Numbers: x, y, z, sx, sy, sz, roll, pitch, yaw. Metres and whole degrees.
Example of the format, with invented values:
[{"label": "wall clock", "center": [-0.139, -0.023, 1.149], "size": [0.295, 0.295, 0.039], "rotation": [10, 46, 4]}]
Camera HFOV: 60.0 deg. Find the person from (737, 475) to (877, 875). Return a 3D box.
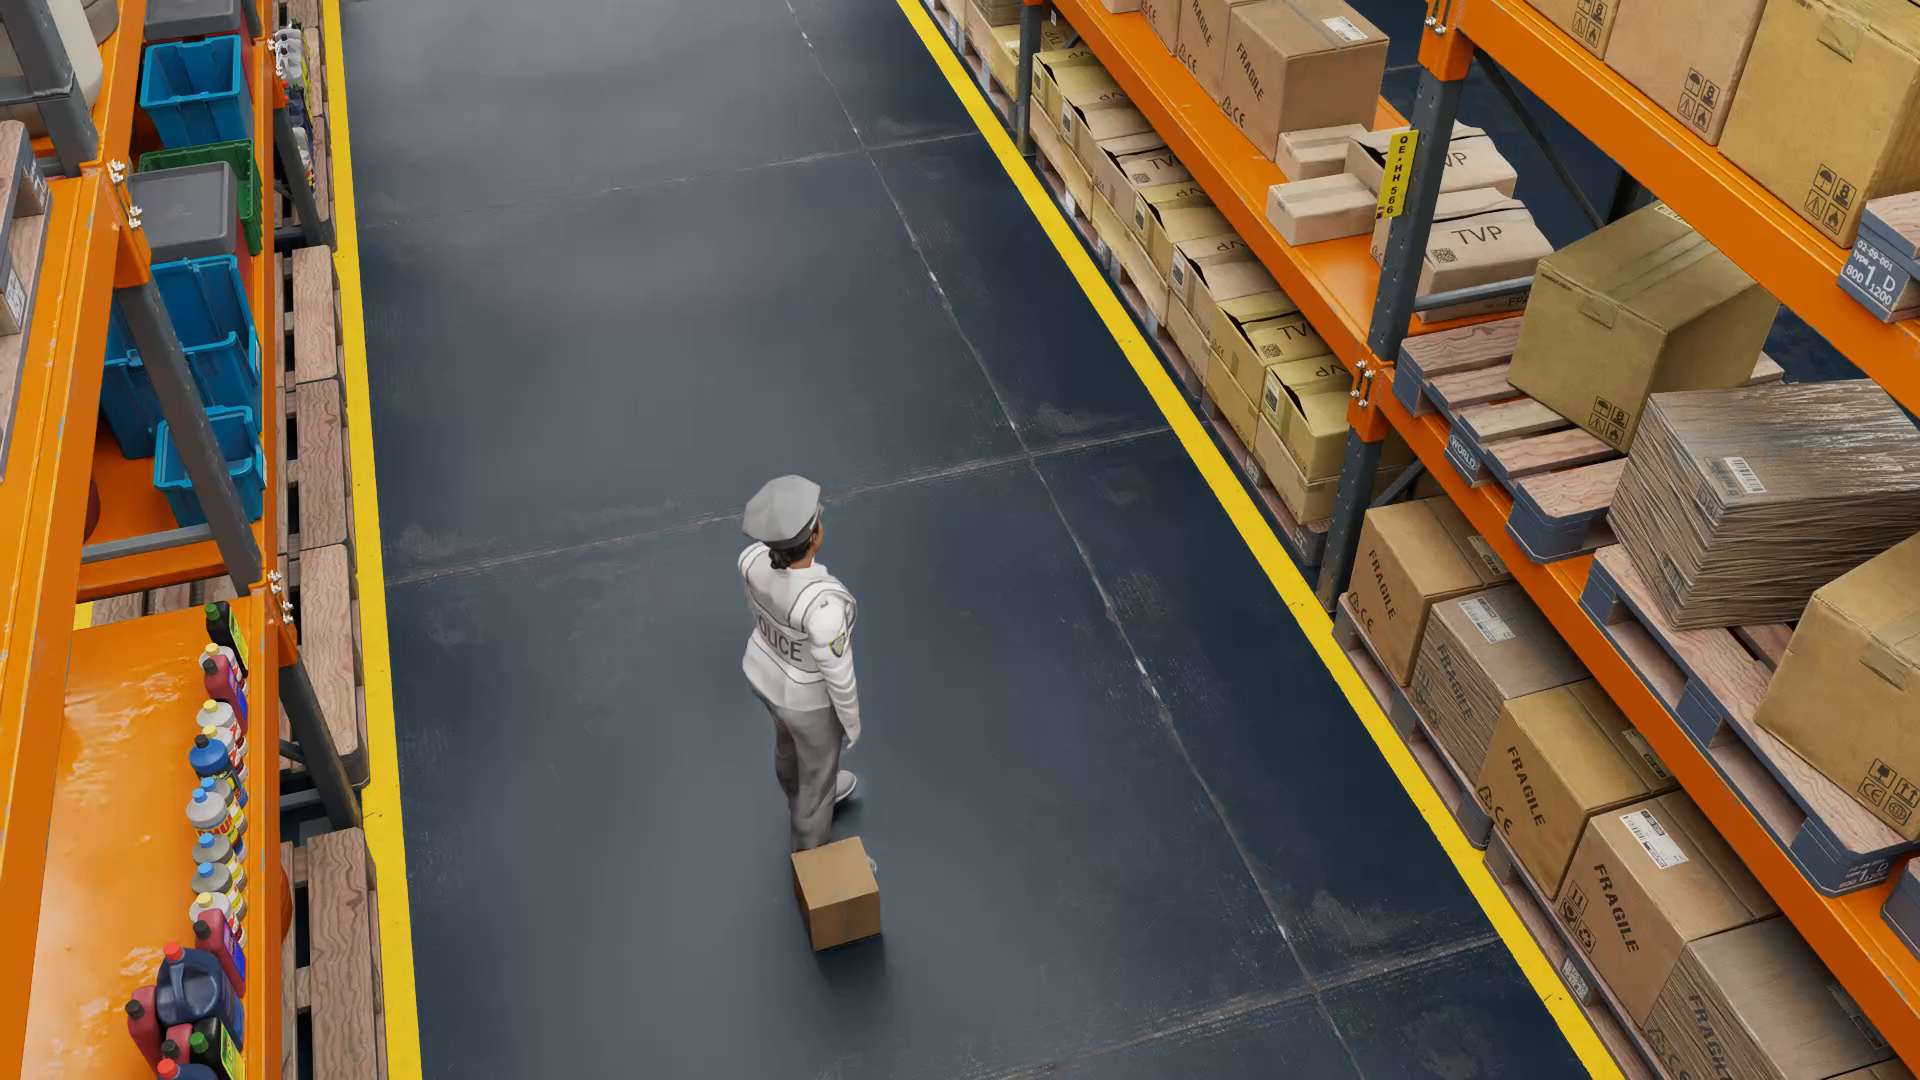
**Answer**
[{"label": "person", "center": [-0.486, 0.471, 5.597], "size": [0.432, 1.686, 0.533], "rotation": [-30, 50, -29]}]
